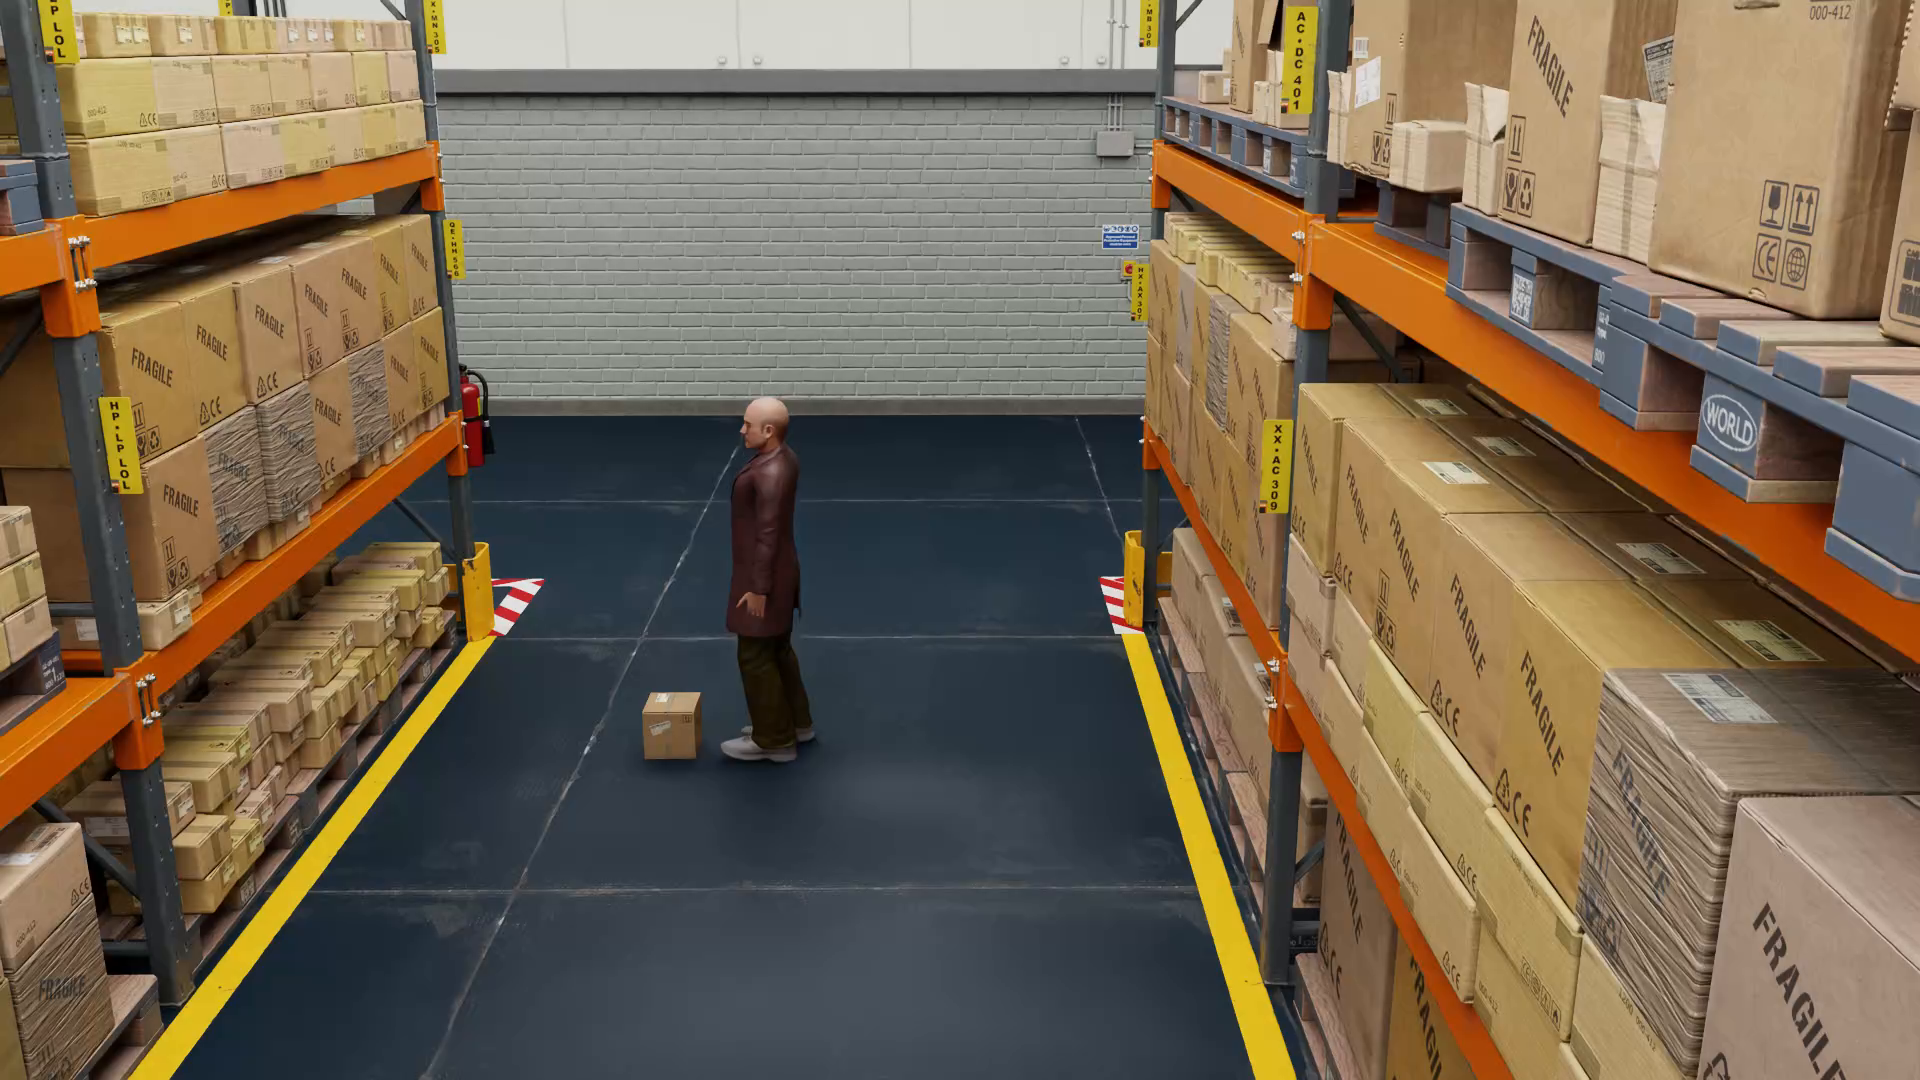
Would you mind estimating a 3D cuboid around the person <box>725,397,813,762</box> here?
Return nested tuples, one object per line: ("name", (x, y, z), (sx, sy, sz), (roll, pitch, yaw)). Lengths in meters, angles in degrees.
("person", (-0.938, 0.192, 7.945), (0.400, 1.775, 0.563), (0, 17, 1))
